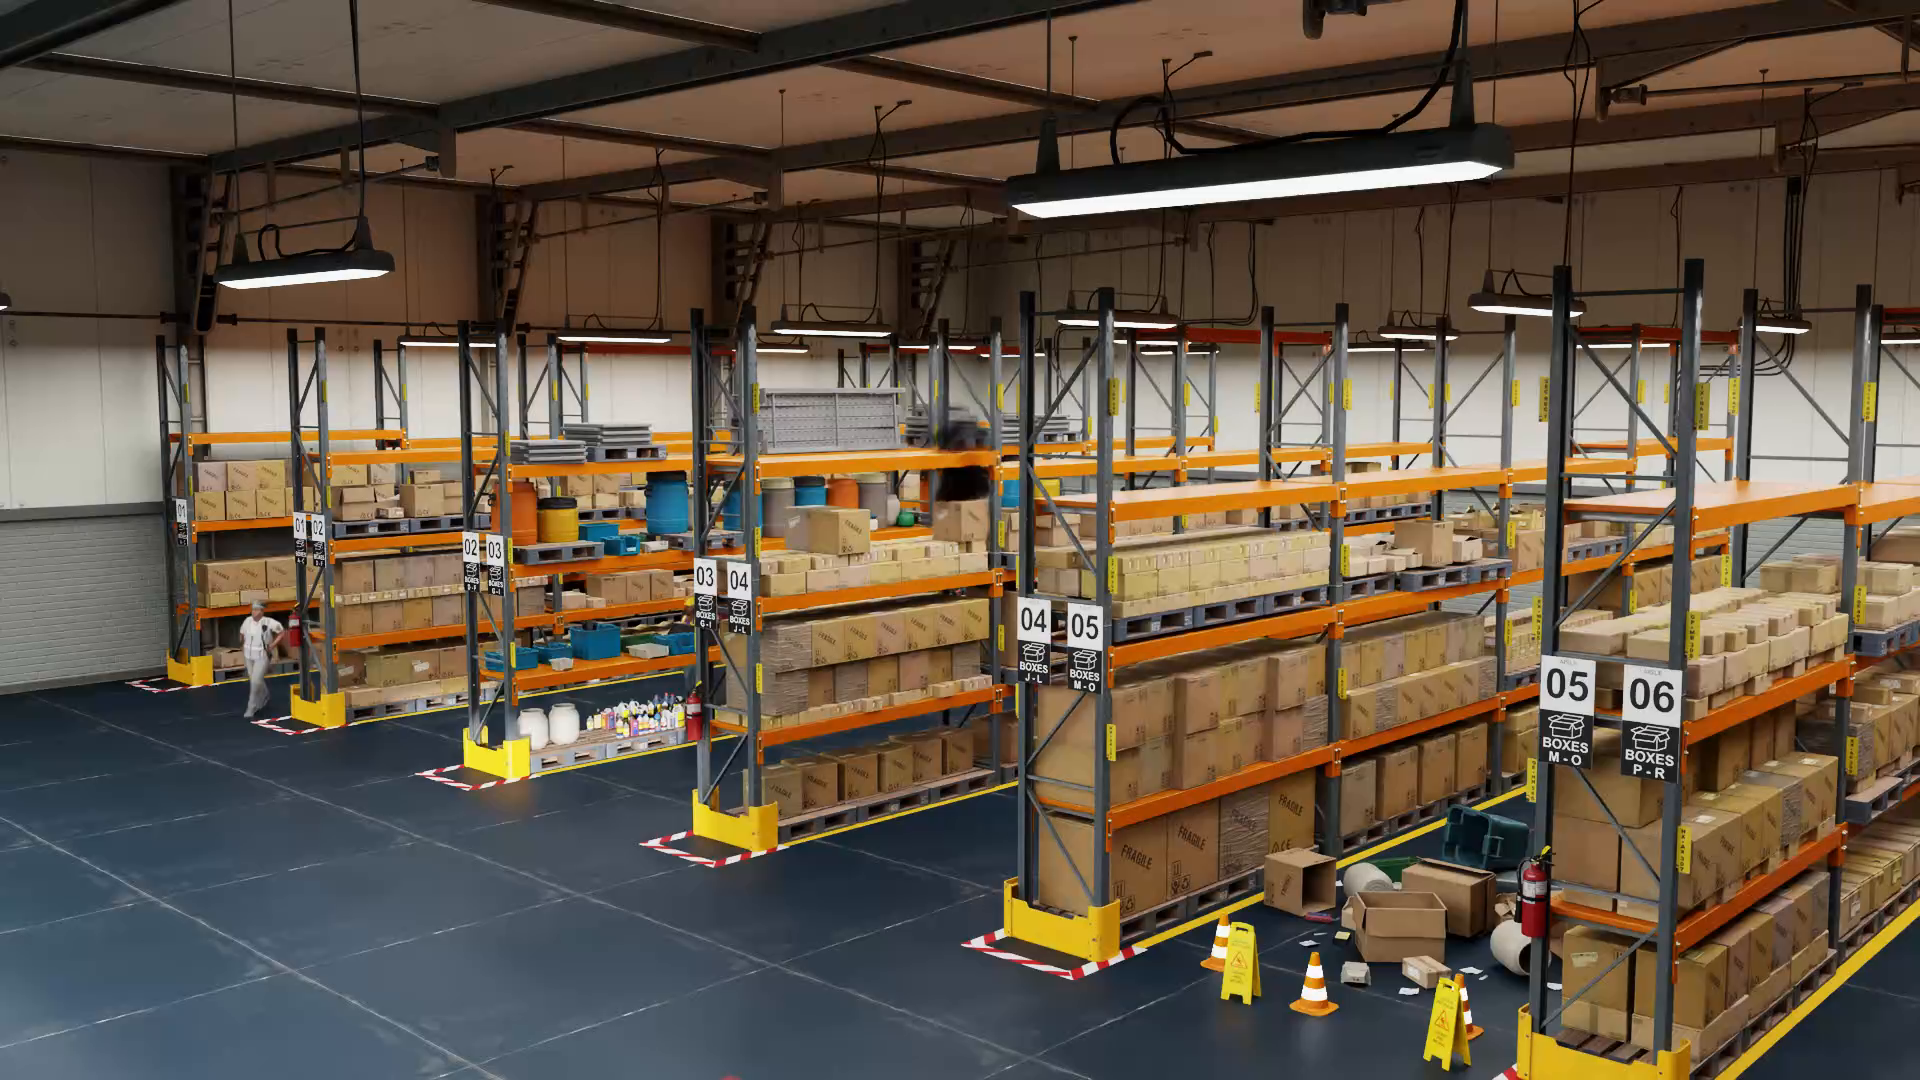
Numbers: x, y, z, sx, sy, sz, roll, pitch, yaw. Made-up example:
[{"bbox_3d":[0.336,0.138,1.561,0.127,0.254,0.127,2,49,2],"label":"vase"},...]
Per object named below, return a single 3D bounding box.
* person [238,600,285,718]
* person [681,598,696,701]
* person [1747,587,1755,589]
[{"bbox_3d":[-10.964,1.846,26.063,0.662,1.847,0.807,1,6,13],"label":"person"},{"bbox_3d":[-4.232,1.799,26.533,0.725,1.776,0.841,5,7,40],"label":"person"},{"bbox_3d":[13.111,1.690,27.529,0.875,1.821,0.699,5,7,43],"label":"person"}]
